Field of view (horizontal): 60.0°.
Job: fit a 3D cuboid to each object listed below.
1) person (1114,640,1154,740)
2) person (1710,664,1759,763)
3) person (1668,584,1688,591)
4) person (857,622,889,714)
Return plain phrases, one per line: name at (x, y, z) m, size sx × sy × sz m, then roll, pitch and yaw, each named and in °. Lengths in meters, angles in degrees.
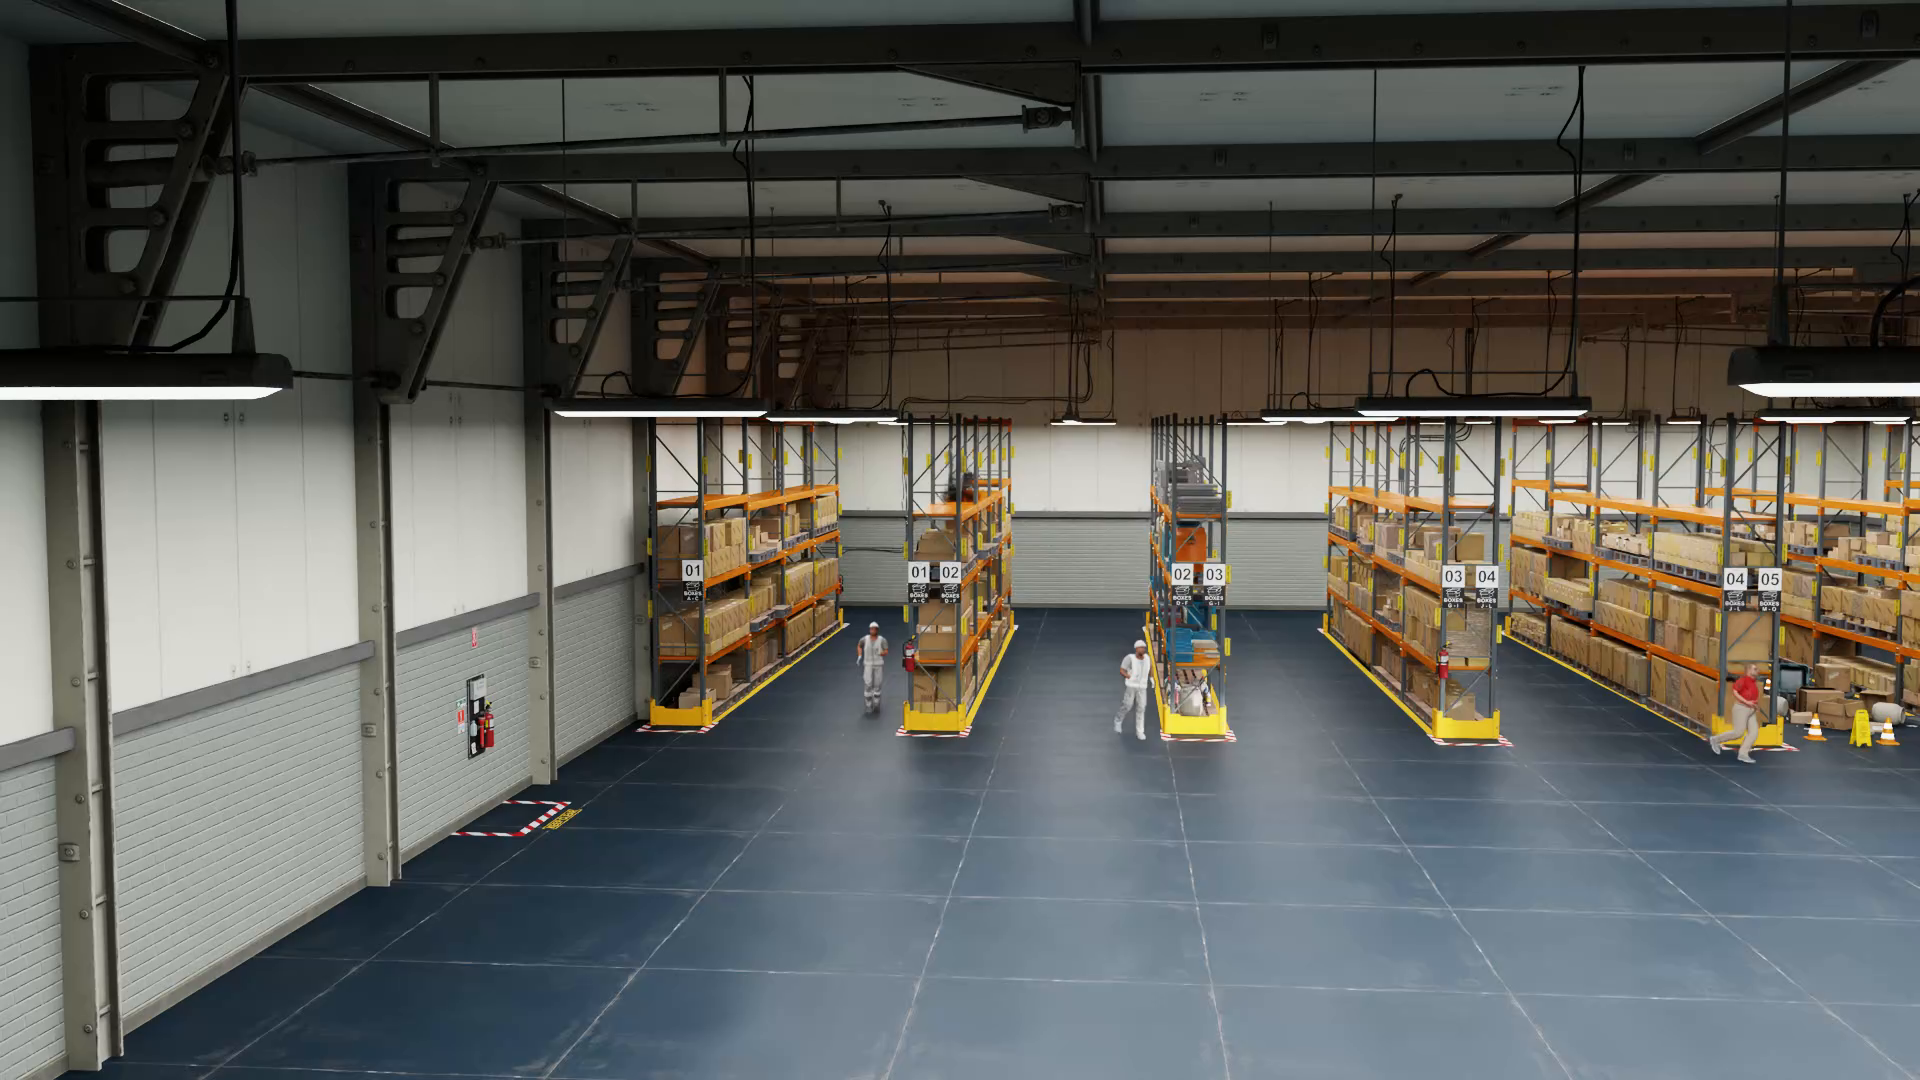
person at (3.298, 2.742, 30.863) m, size 0.737 × 1.784 × 0.909 m, roll -1°, pitch 4°, yaw -21°
person at (13.538, 2.965, 28.793) m, size 0.697 × 1.662 × 0.816 m, roll -3°, pitch 5°, yaw -37°
person at (20.330, 1.737, 47.018) m, size 0.823 × 1.702 × 0.603 m, roll 0°, pitch 4°, yaw 5°
person at (-1.753, 2.573, 33.515) m, size 0.643 × 1.846 × 0.774 m, roll 0°, pitch 4°, yaw -5°
